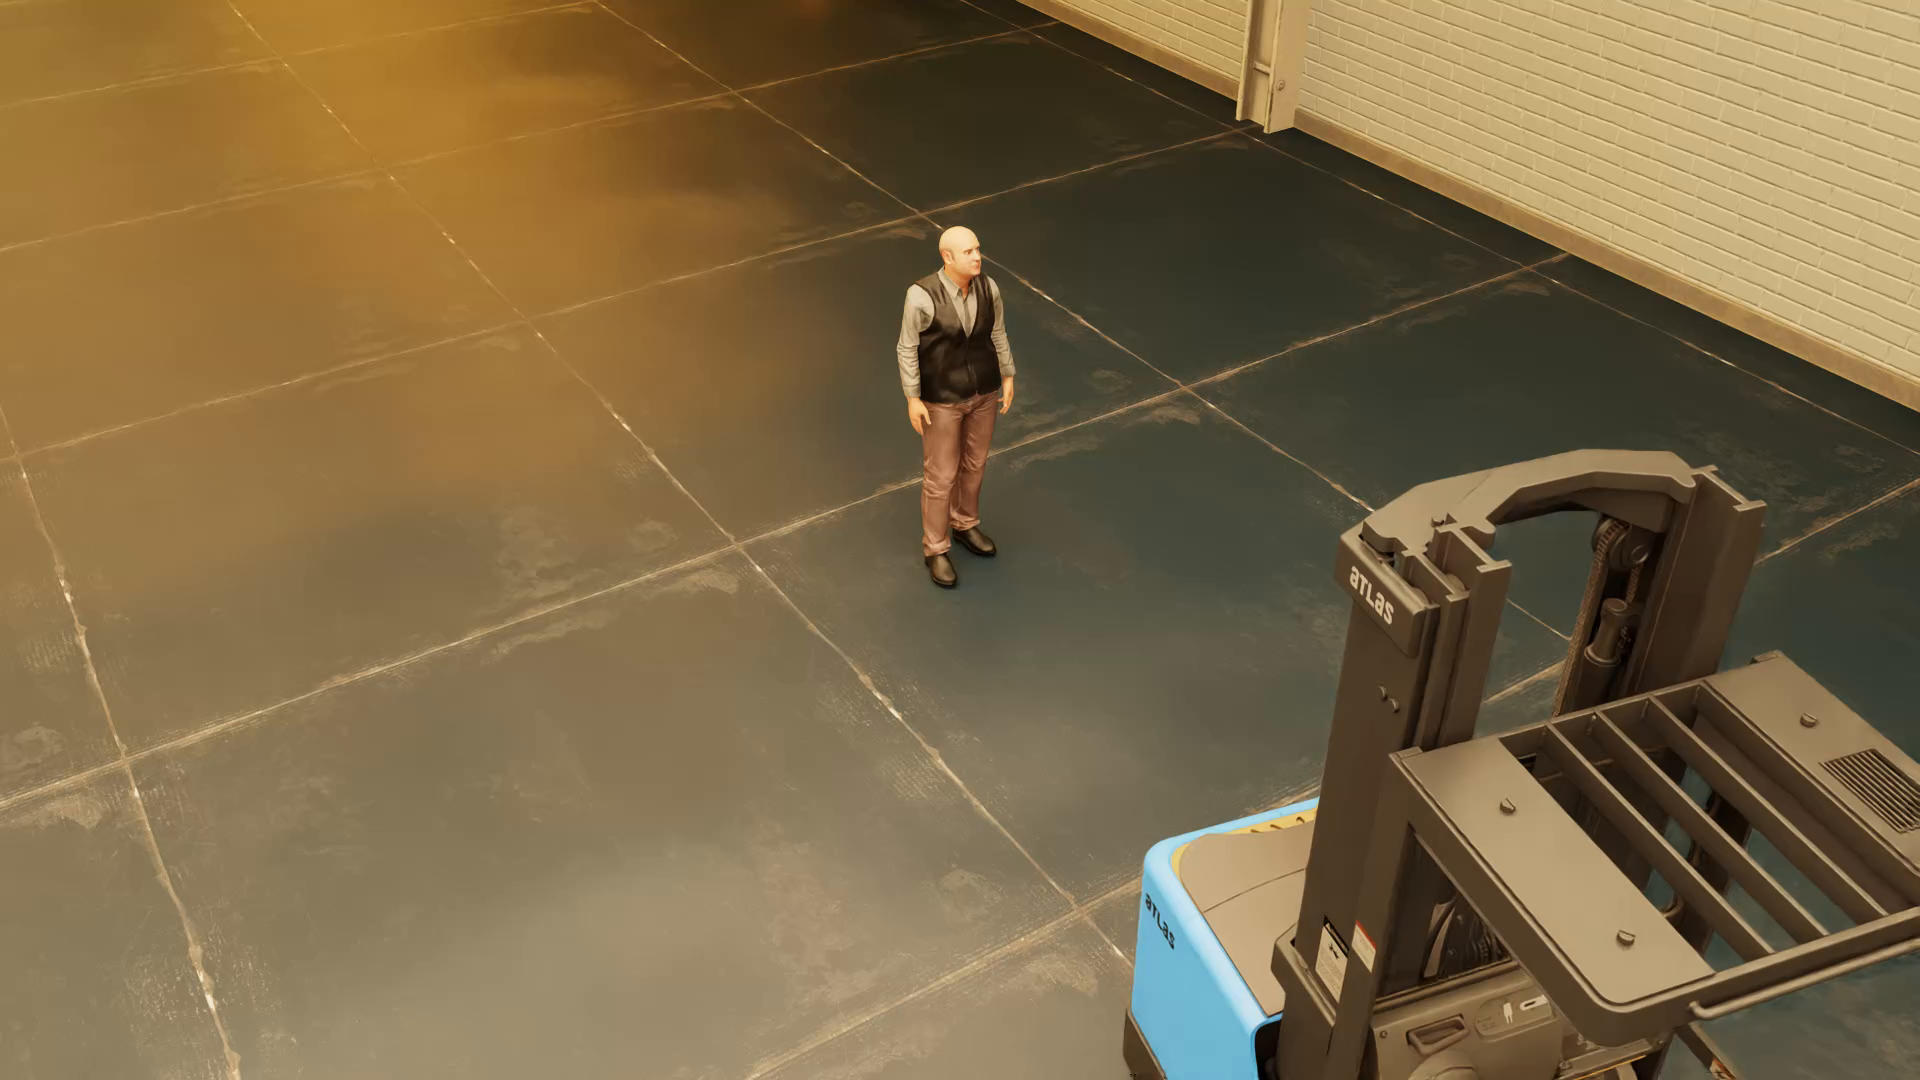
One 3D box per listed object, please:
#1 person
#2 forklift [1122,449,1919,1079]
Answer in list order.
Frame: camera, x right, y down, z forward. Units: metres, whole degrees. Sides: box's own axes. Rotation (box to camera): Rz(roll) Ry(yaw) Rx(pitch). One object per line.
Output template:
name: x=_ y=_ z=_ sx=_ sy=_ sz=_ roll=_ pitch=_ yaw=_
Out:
person: x=0.027 y=-0.678 z=8.152 sx=0.632 sy=1.720 sz=0.568 roll=-21 pitch=40 yaw=-27
forklift: x=1.564 y=1.373 z=4.193 sx=1.130 sy=2.935 sz=3.031 roll=-12 pitch=37 yaw=-16
